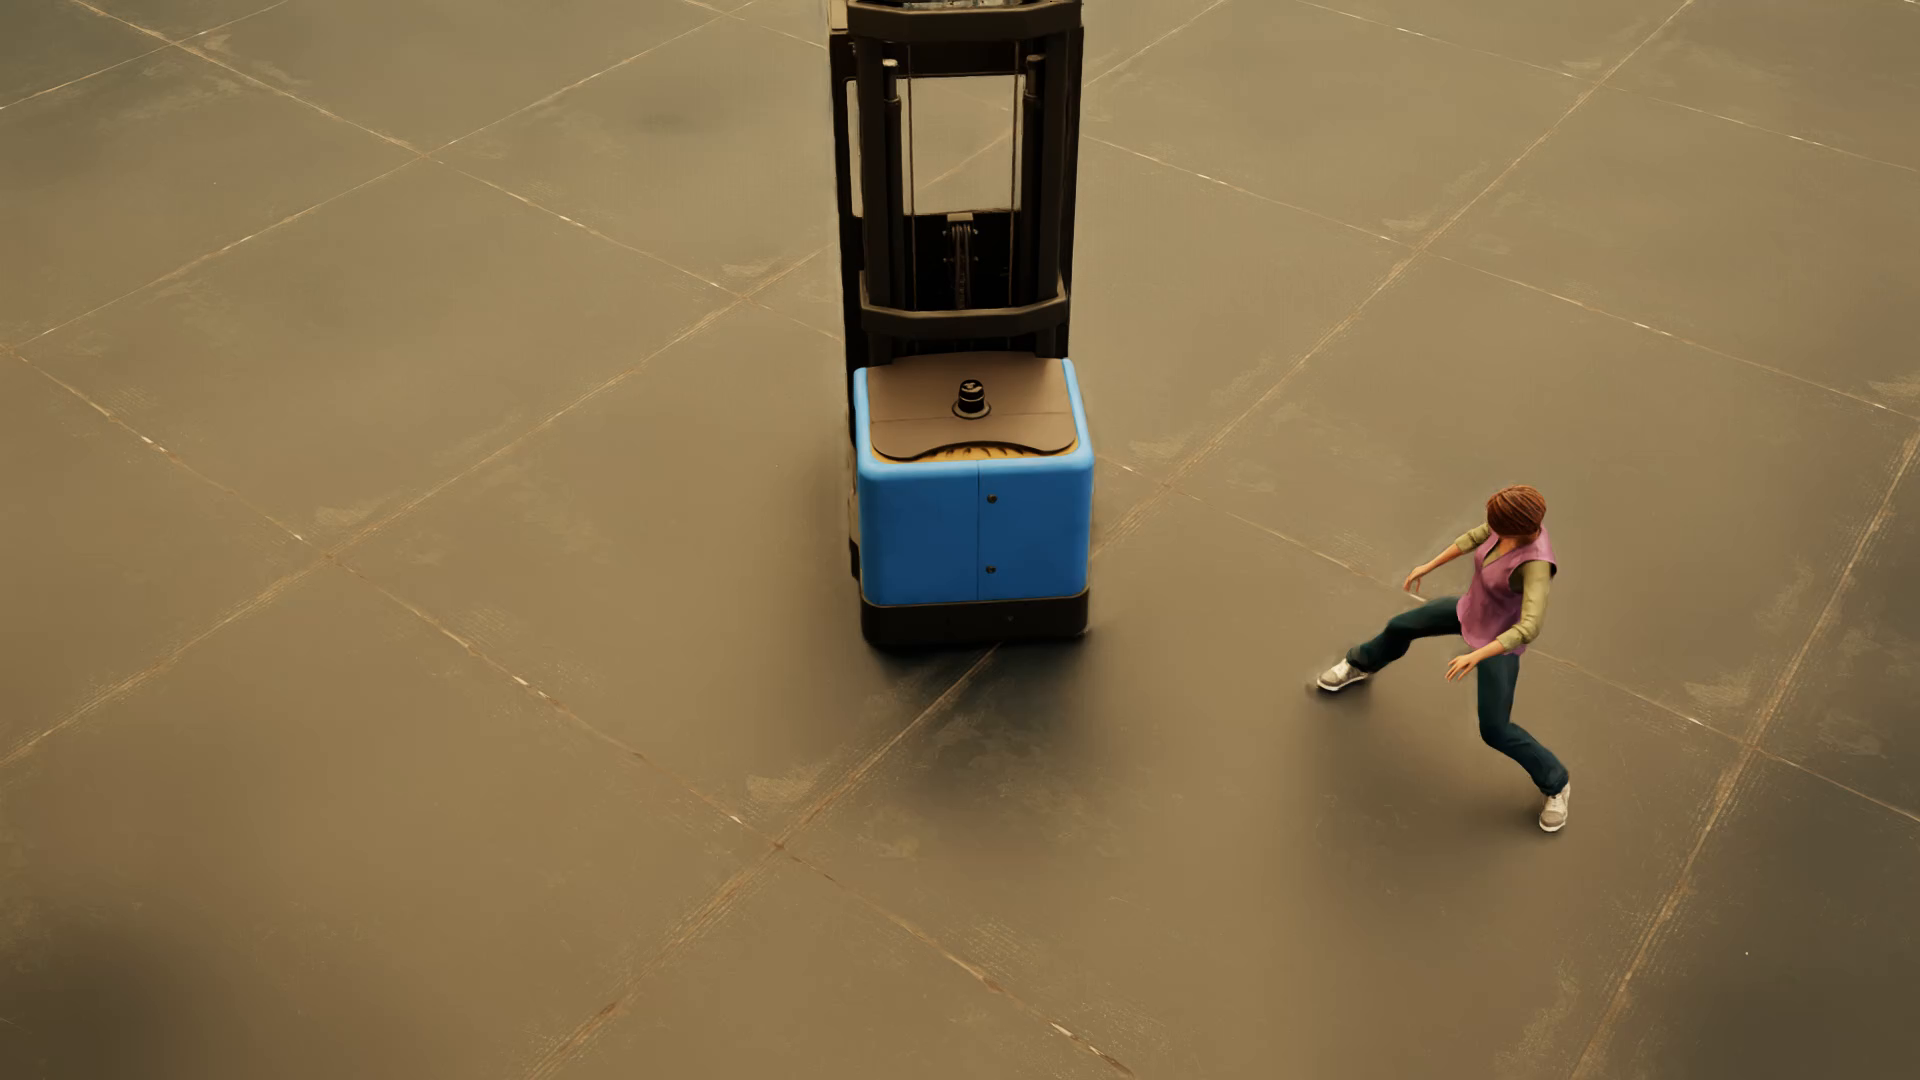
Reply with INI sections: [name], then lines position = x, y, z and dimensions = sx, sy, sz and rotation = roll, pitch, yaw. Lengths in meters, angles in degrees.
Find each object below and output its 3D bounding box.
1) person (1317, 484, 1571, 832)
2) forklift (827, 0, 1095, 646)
[person]
position = 2.097, 0.374, 6.814
dimensions = 0.891, 1.429, 1.020
rotation = -4, 41, -4
[forklift]
position = -0.035, -1.574, 7.921
dimensions = 1.130, 2.935, 3.031
rotation = -3, 41, -3
